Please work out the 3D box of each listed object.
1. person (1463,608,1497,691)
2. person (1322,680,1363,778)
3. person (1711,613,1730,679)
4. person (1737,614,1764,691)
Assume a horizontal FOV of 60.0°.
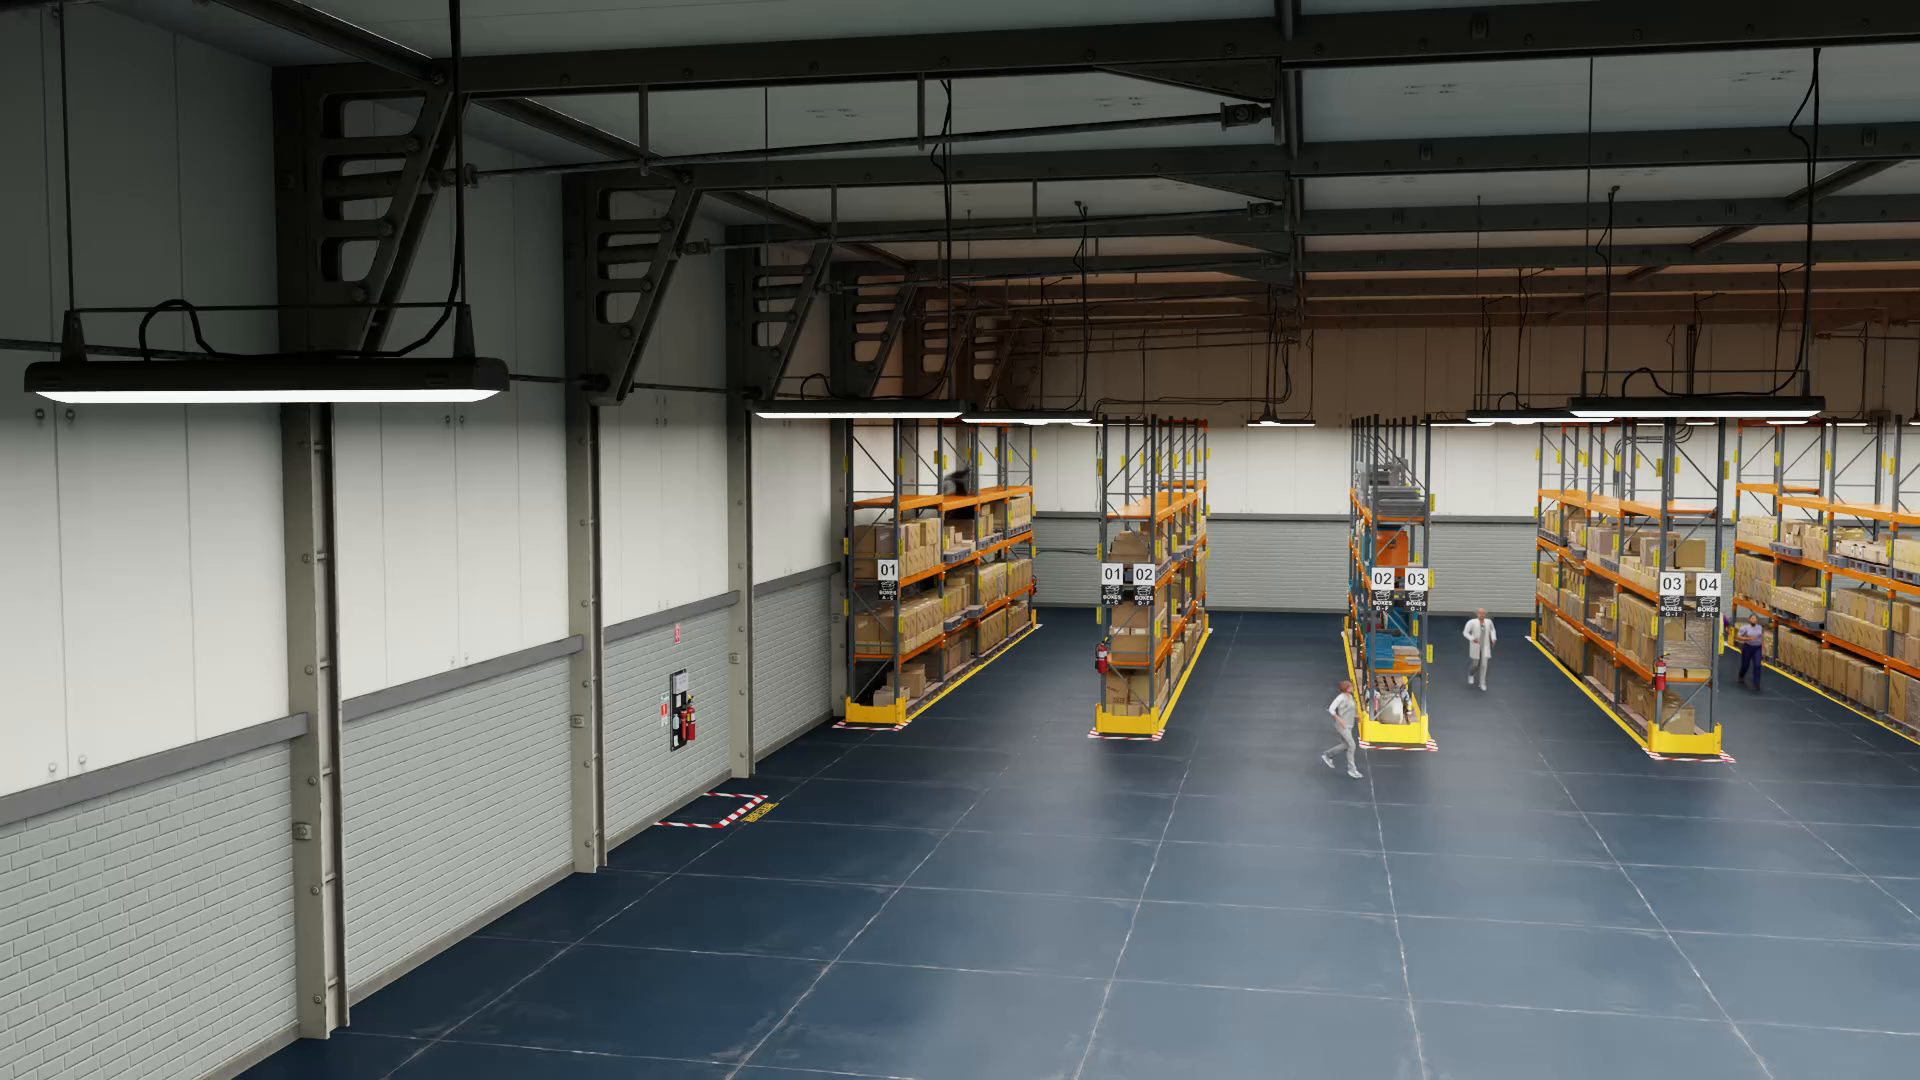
[{"bbox_3d":[11.500,2.391,36.795,0.736,1.789,0.898,0,4,2],"label":"person"},{"bbox_3d":[6.326,3.101,27.503,0.763,1.600,0.558,3,5,36],"label":"person"},{"bbox_3d":[17.477,2.289,38.592,0.700,1.762,0.881,0,4,3],"label":"person"},{"bbox_3d":[17.440,2.447,36.652,0.637,1.626,0.907,0,4,5],"label":"person"}]
